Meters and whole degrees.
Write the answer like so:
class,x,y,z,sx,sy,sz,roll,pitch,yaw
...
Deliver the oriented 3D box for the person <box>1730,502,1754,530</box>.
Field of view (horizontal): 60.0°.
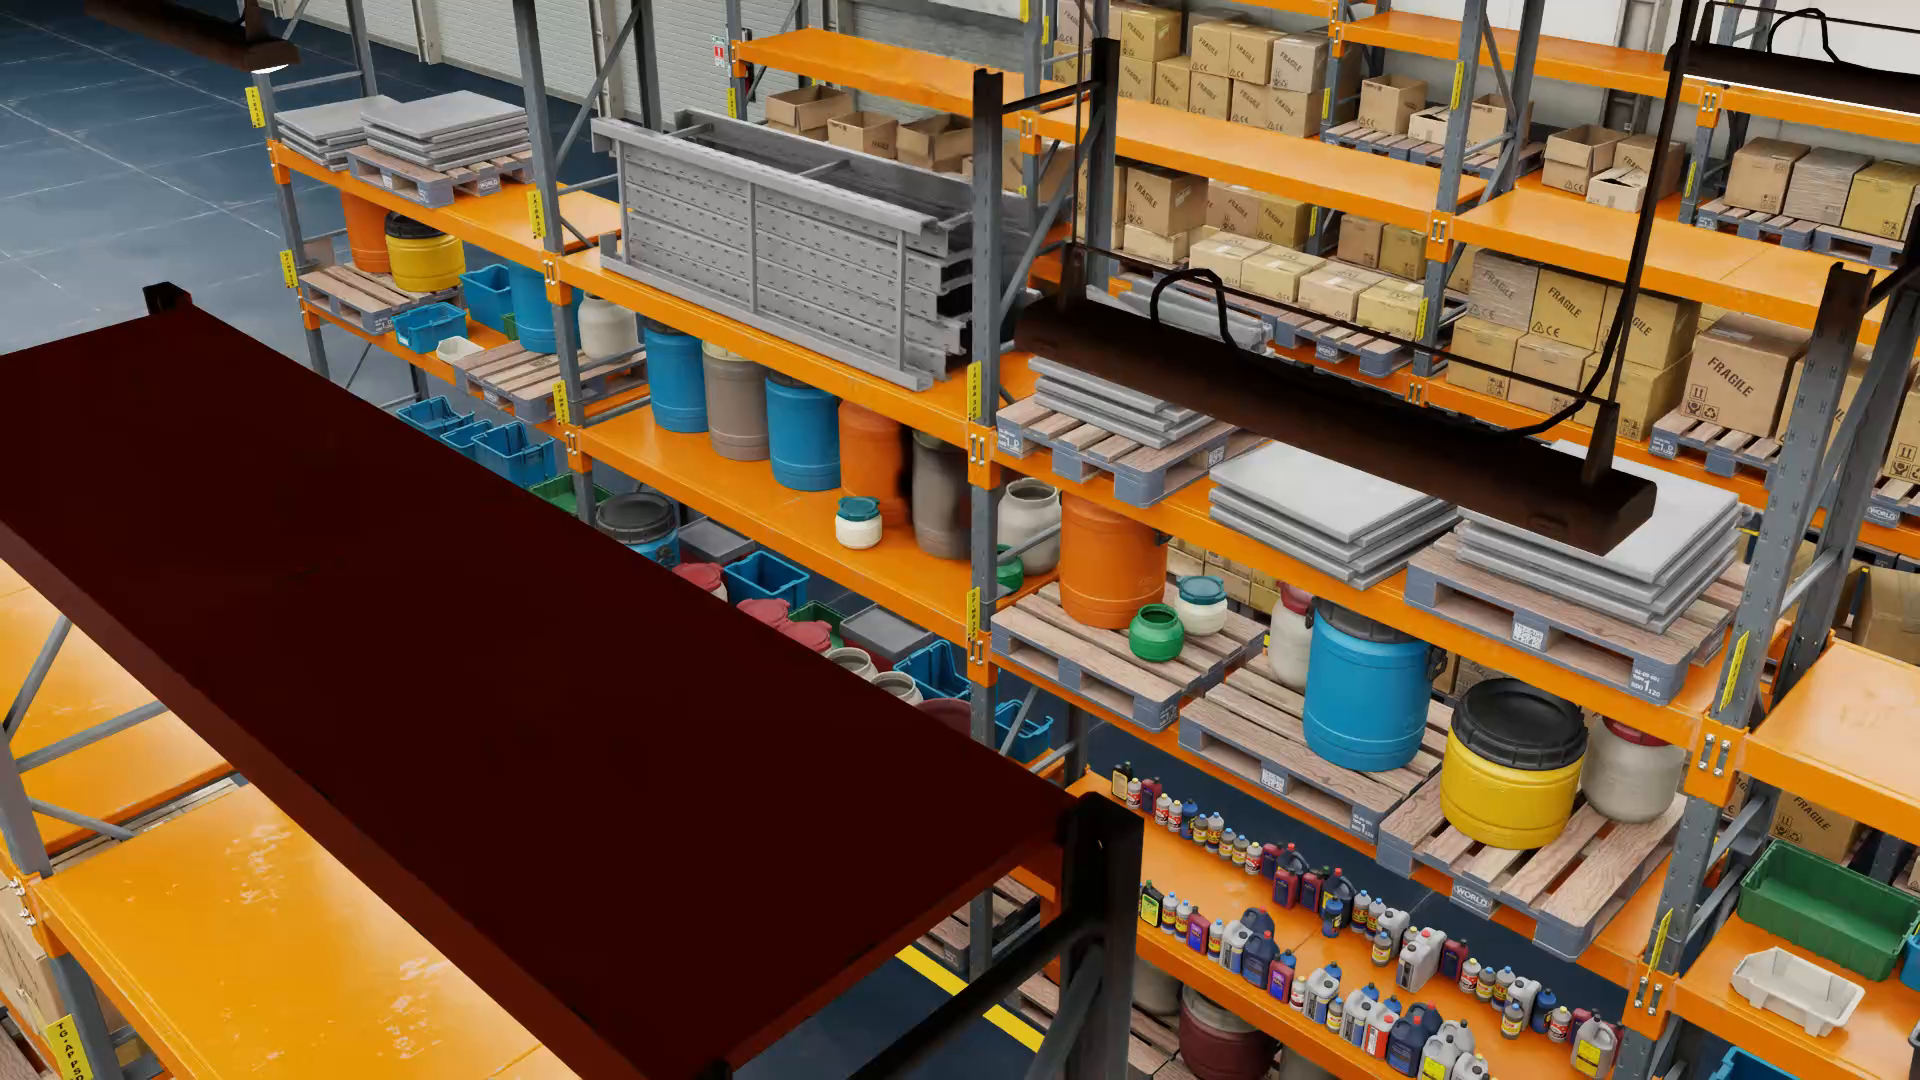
class,x,y,z,sx,sy,sz,roll,pitch,yaw
person,6.391,0.170,14.160,0.866,1.748,0.742,20,35,32
